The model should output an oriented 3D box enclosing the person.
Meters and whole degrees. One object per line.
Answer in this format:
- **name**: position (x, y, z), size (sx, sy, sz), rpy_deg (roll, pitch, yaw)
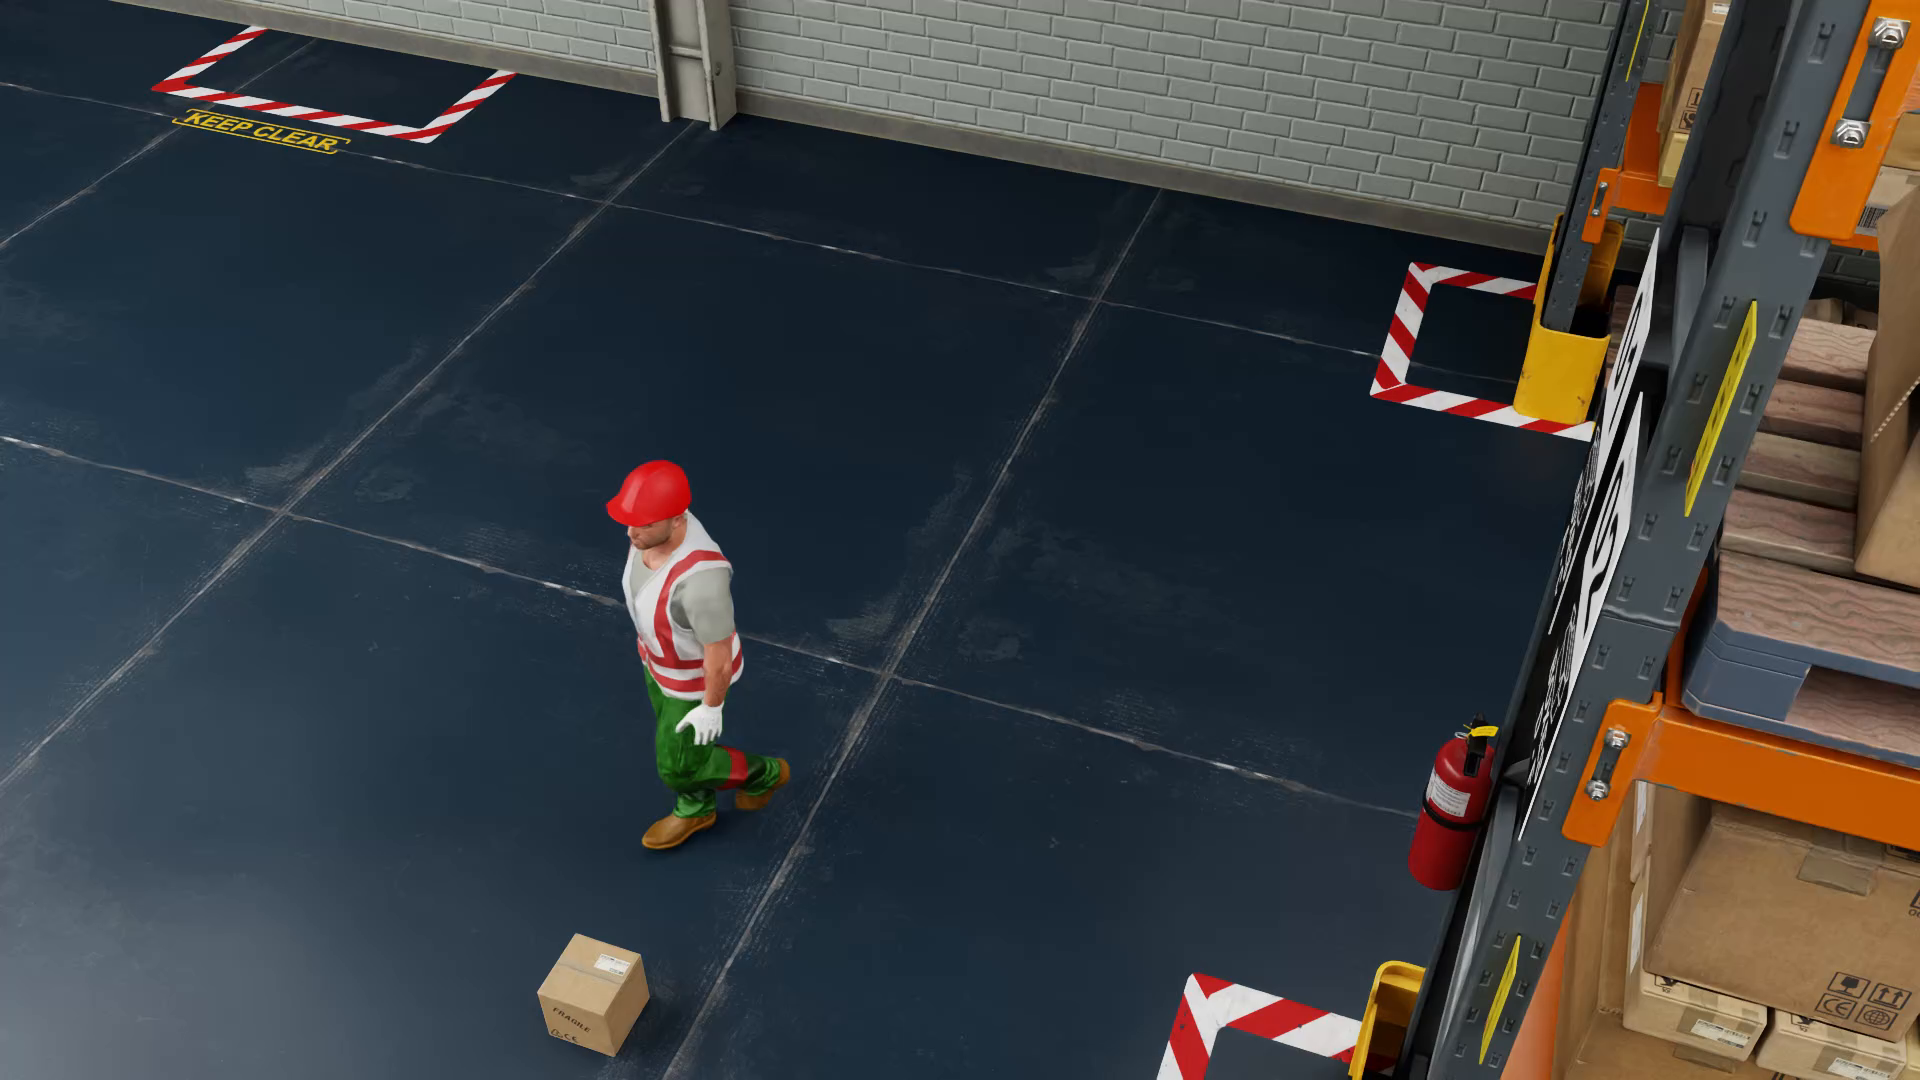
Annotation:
- **person**: position (-0.908, 0.406, 5.667), size (0.570, 1.784, 0.604), rpy_deg (-22, 46, -23)
